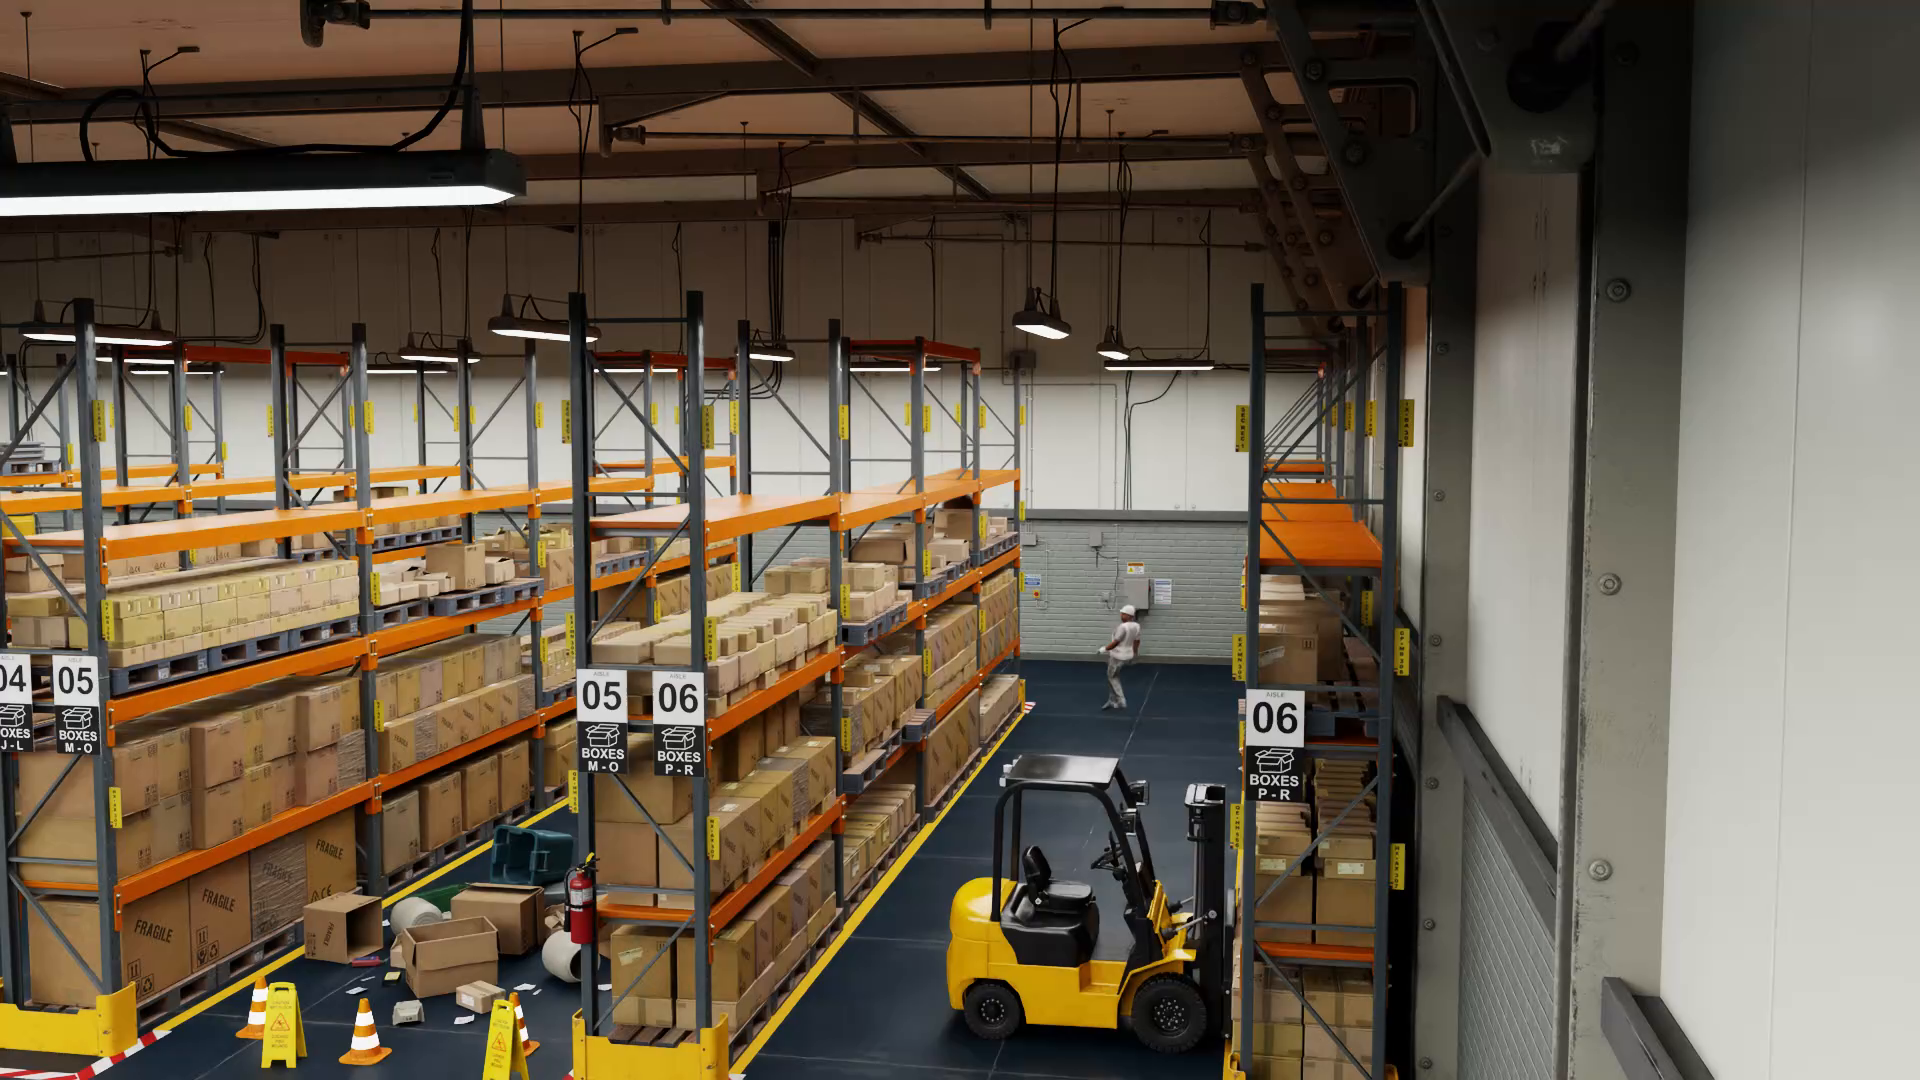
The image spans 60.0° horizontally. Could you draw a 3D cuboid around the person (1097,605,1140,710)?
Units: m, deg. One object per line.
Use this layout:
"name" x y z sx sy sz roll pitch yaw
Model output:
"person" 2.604 1.964 27.597 0.669 1.820 0.611 4 6 42
